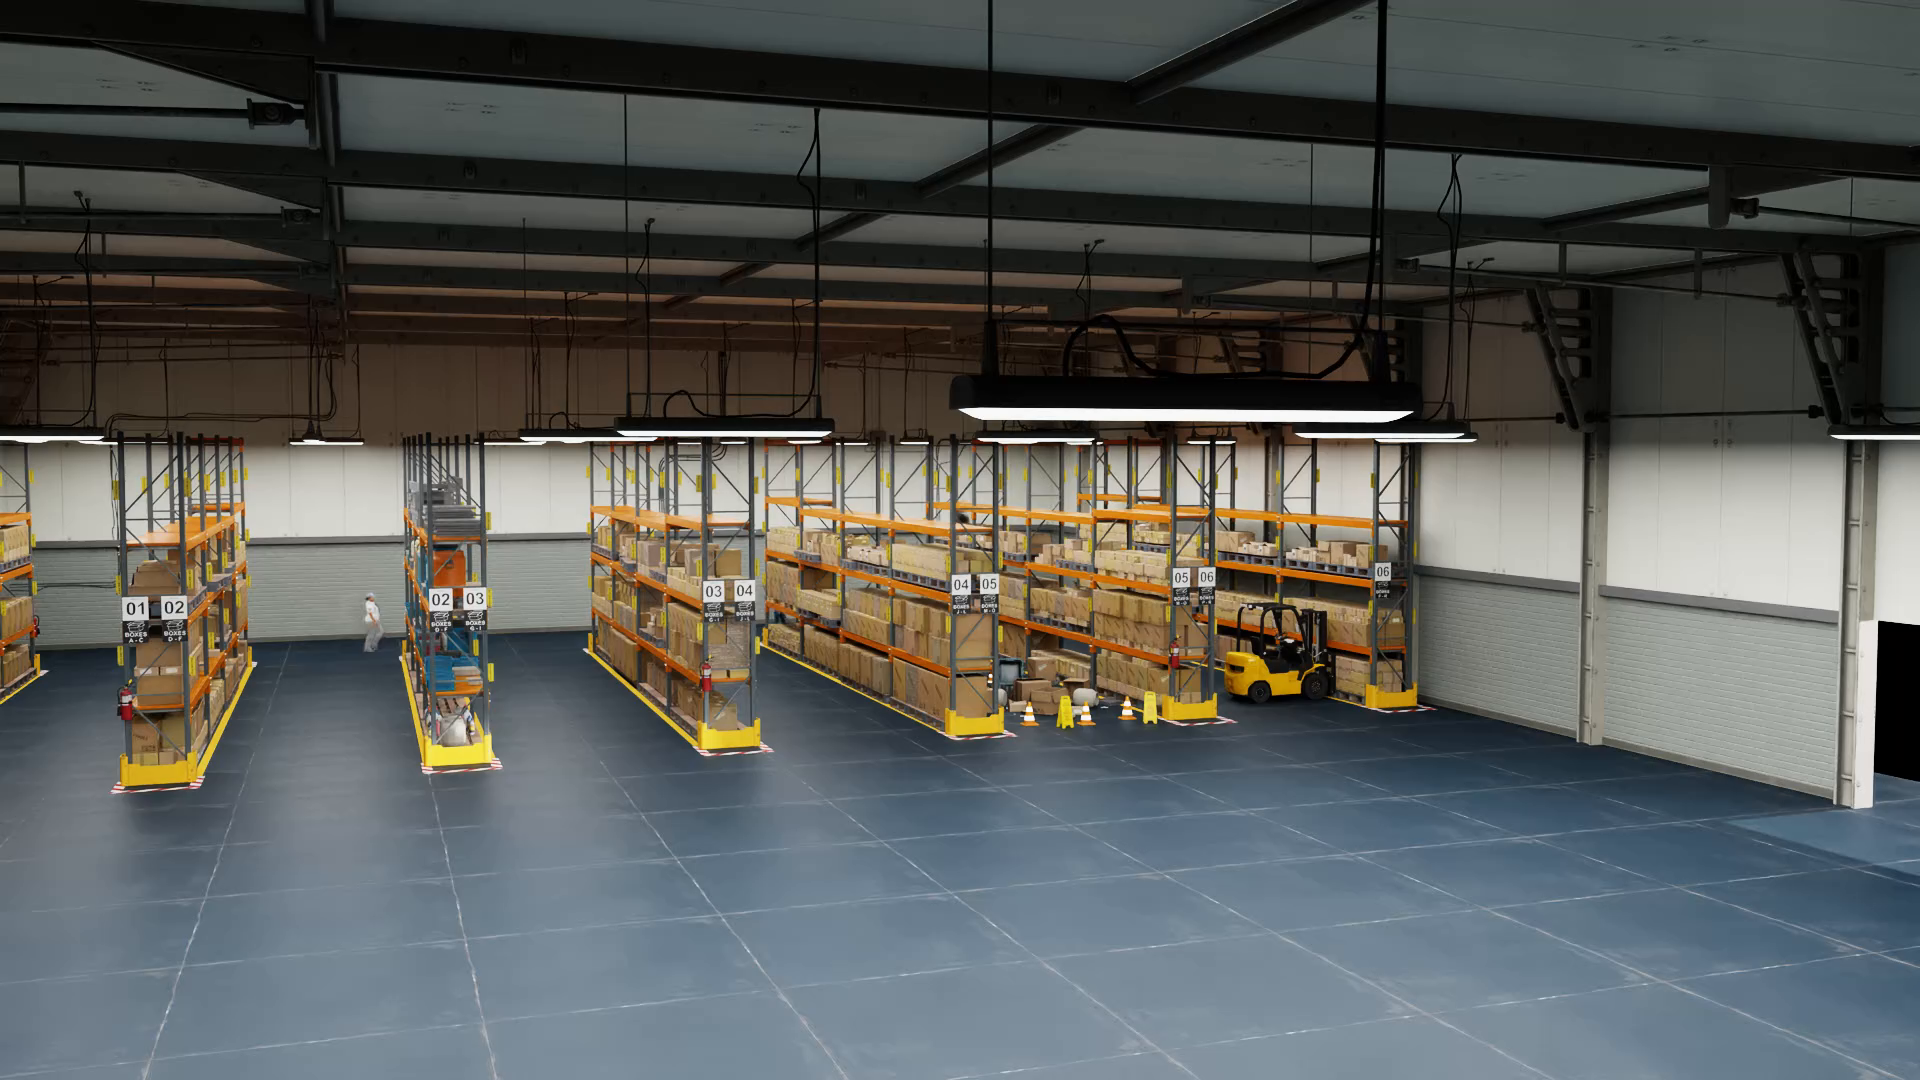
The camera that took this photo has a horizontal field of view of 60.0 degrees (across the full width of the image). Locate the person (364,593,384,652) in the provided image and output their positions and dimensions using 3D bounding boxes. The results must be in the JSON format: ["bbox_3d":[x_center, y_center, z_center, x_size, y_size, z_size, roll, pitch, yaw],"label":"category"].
[{"bbox_3d":[-16.422,2.317,46.539,0.503,1.687,0.490,-1,3,-11],"label":"person"}]

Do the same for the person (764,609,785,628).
[{"bbox_3d":[-5.560,2.191,50.478,0.760,1.475,0.429,1,3,14],"label":"person"}]
